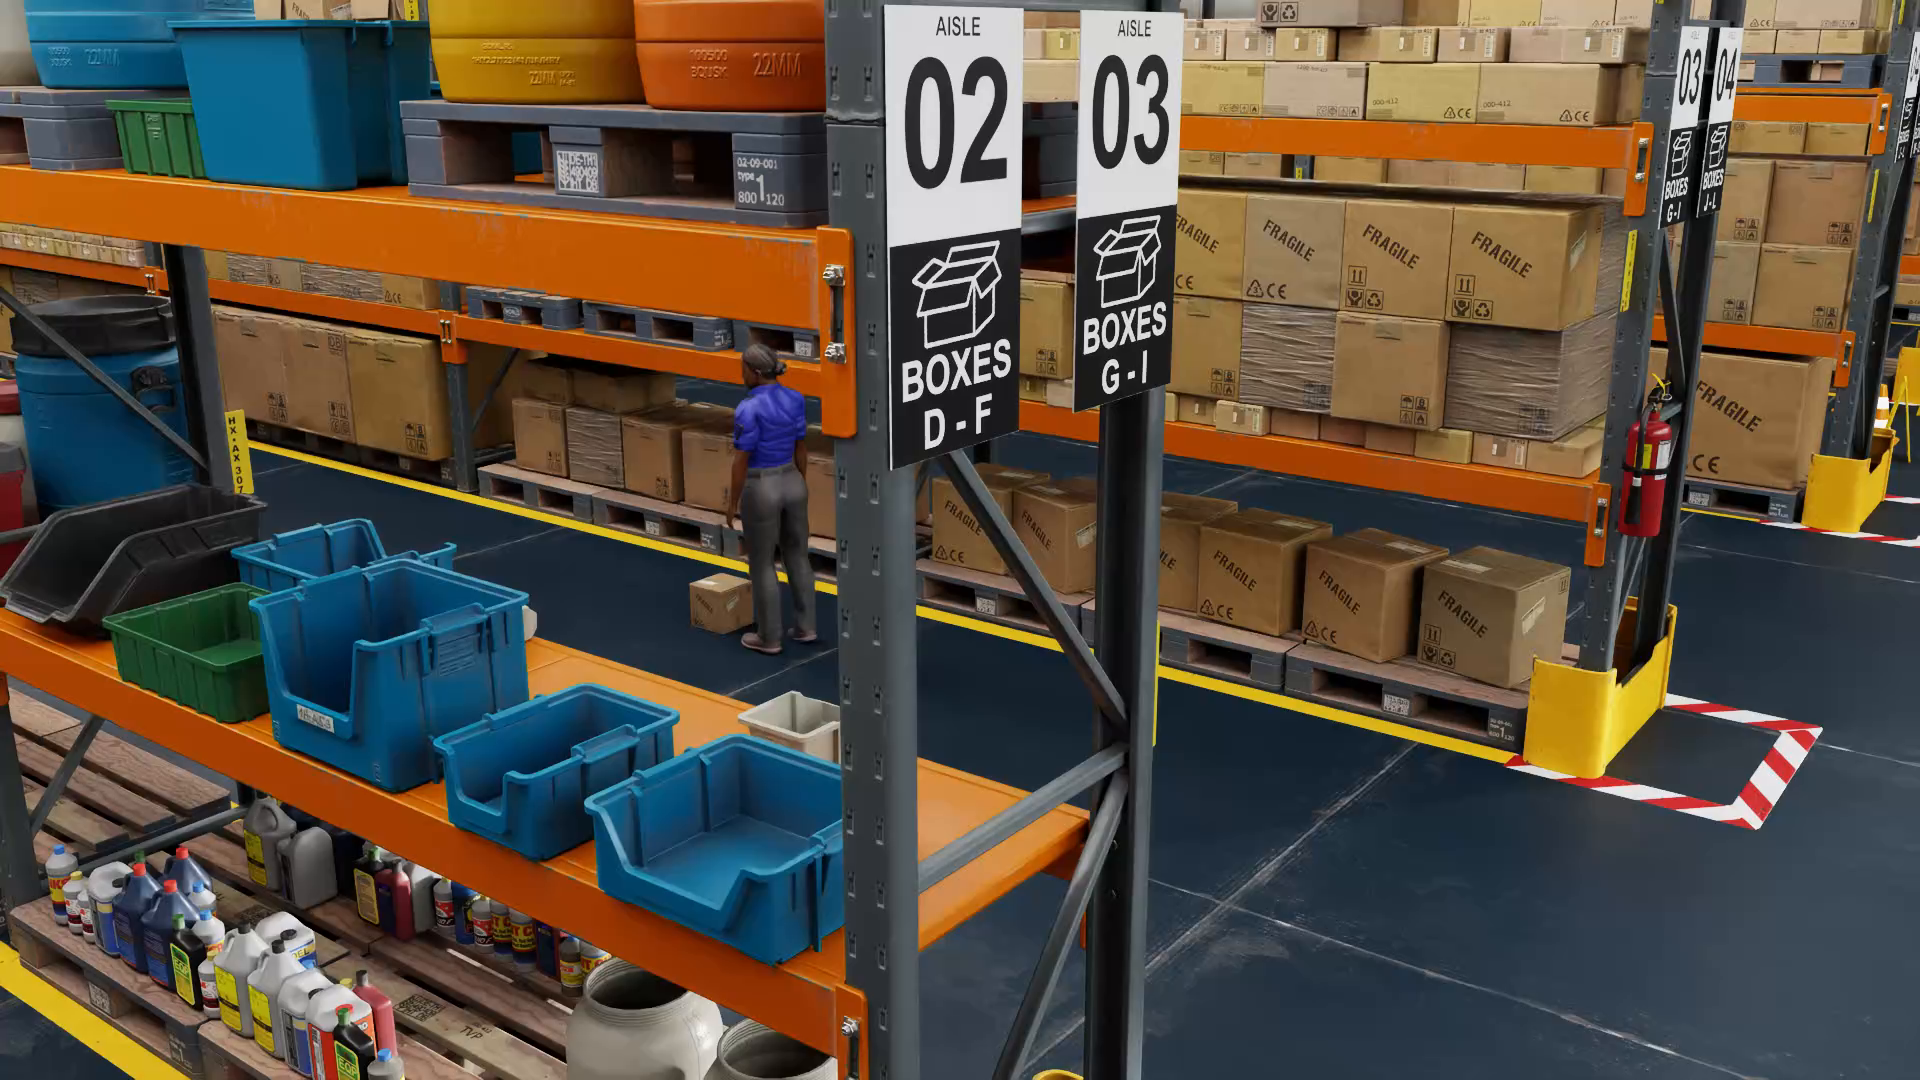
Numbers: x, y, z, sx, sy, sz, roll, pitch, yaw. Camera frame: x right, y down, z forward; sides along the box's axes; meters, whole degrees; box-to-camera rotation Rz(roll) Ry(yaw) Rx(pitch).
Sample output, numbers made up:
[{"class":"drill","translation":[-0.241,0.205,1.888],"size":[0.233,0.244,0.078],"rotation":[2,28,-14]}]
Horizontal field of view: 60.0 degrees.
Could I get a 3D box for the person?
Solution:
[{"class":"person","translation":[-1.000,-0.212,8.774],"size":[0.515,1.688,0.330],"rotation":[-15,22,-41]}]
